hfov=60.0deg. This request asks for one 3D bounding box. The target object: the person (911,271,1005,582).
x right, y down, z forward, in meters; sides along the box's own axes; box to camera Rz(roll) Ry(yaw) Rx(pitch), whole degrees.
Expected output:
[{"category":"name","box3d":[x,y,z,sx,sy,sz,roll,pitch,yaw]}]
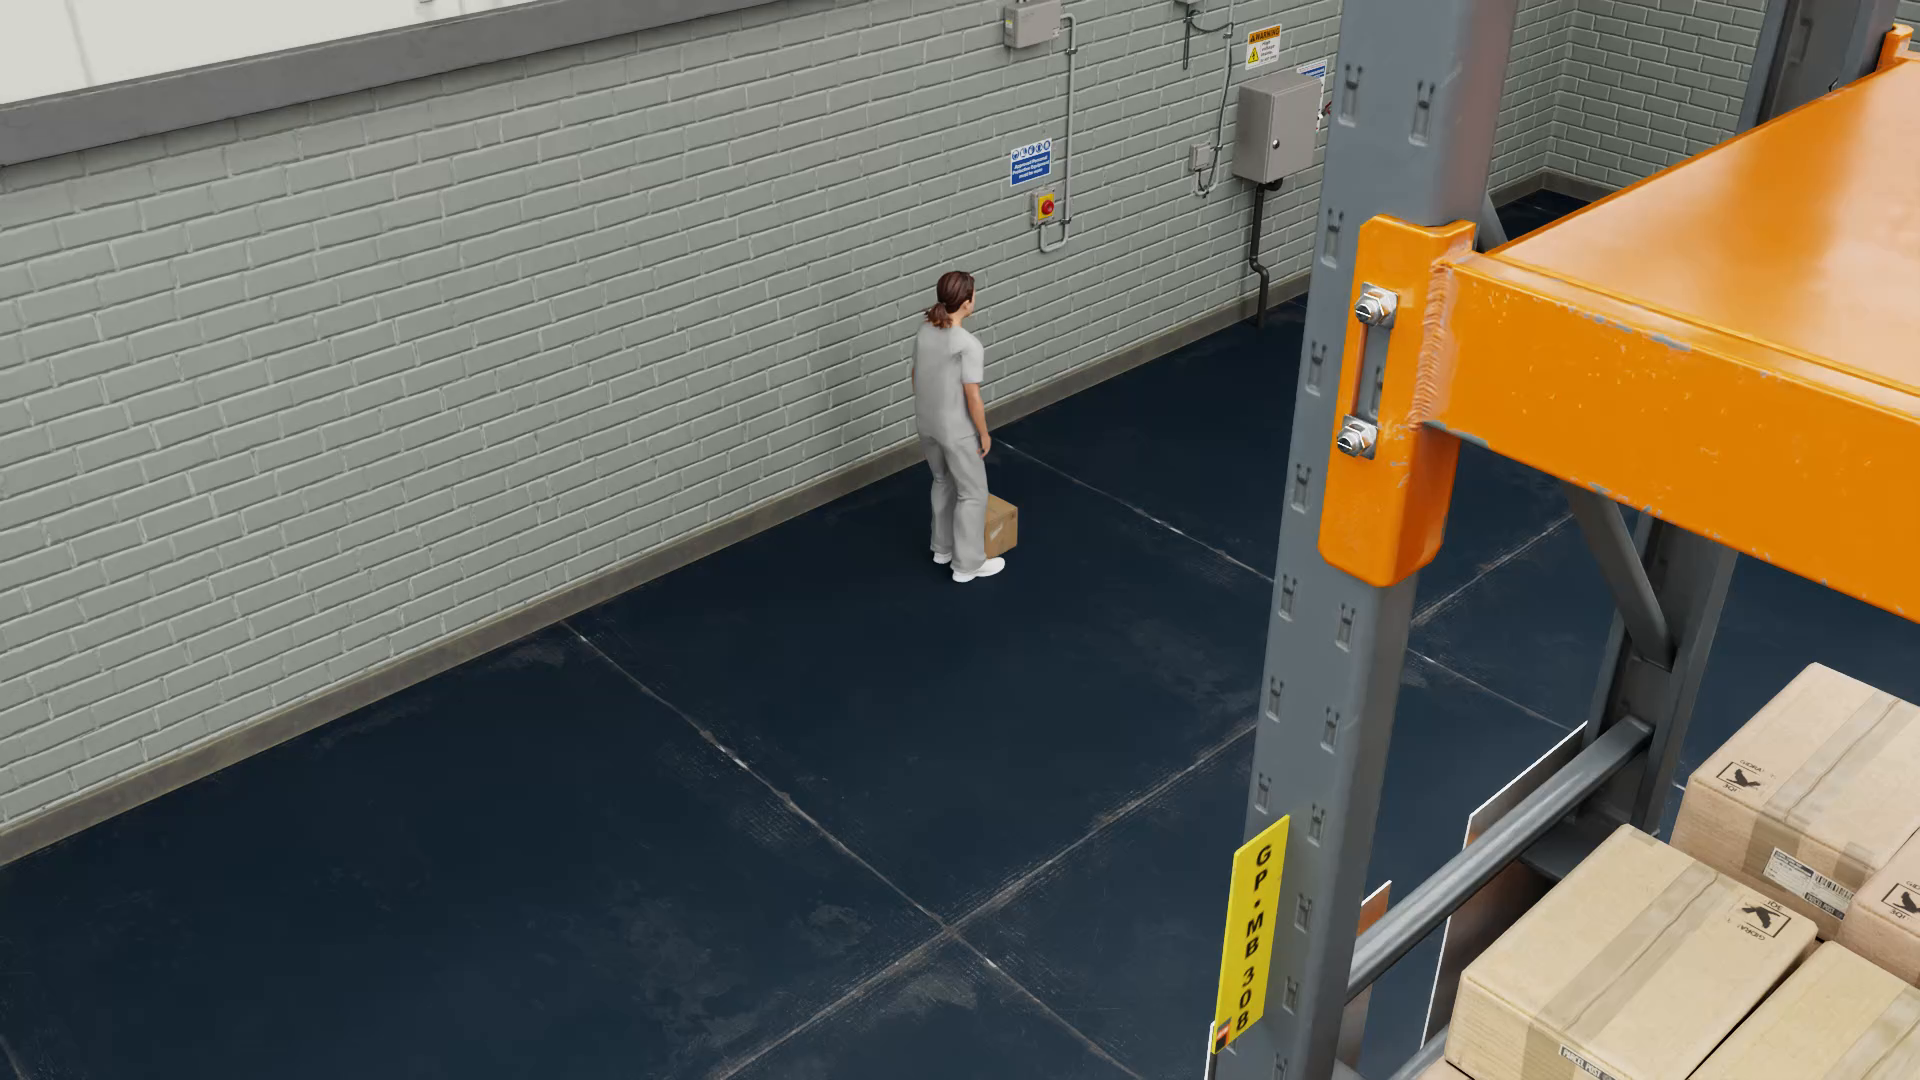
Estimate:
[{"category":"person","box3d":[-0.018,-0.593,8.591,0.494,1.672,0.415,28,41,37]}]
